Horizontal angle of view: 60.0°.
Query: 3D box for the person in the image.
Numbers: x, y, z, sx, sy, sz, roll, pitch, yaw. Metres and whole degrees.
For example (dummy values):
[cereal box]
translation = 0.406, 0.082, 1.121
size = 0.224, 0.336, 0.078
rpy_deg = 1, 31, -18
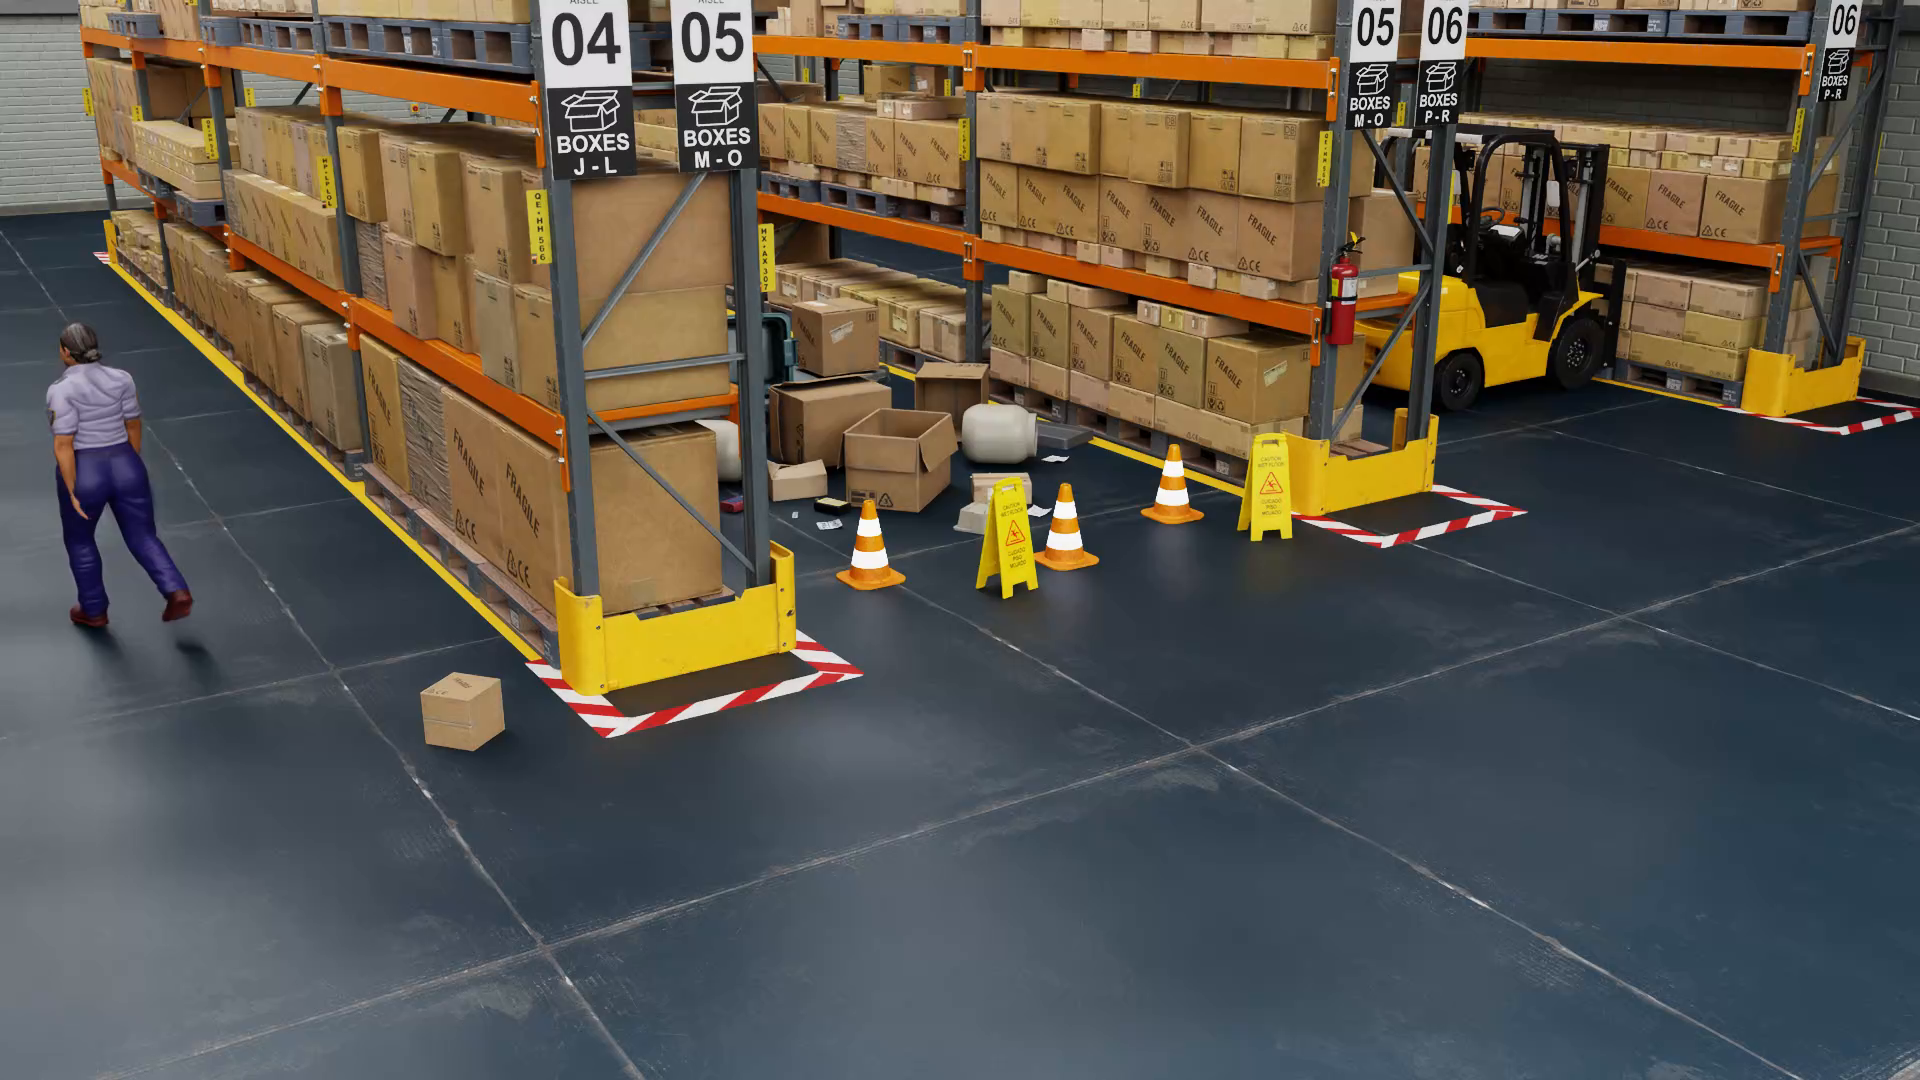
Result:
[person]
translation = -4.356, -0.309, 8.488
size = 0.853, 1.617, 0.474
rpy_deg = 14, 23, 37
